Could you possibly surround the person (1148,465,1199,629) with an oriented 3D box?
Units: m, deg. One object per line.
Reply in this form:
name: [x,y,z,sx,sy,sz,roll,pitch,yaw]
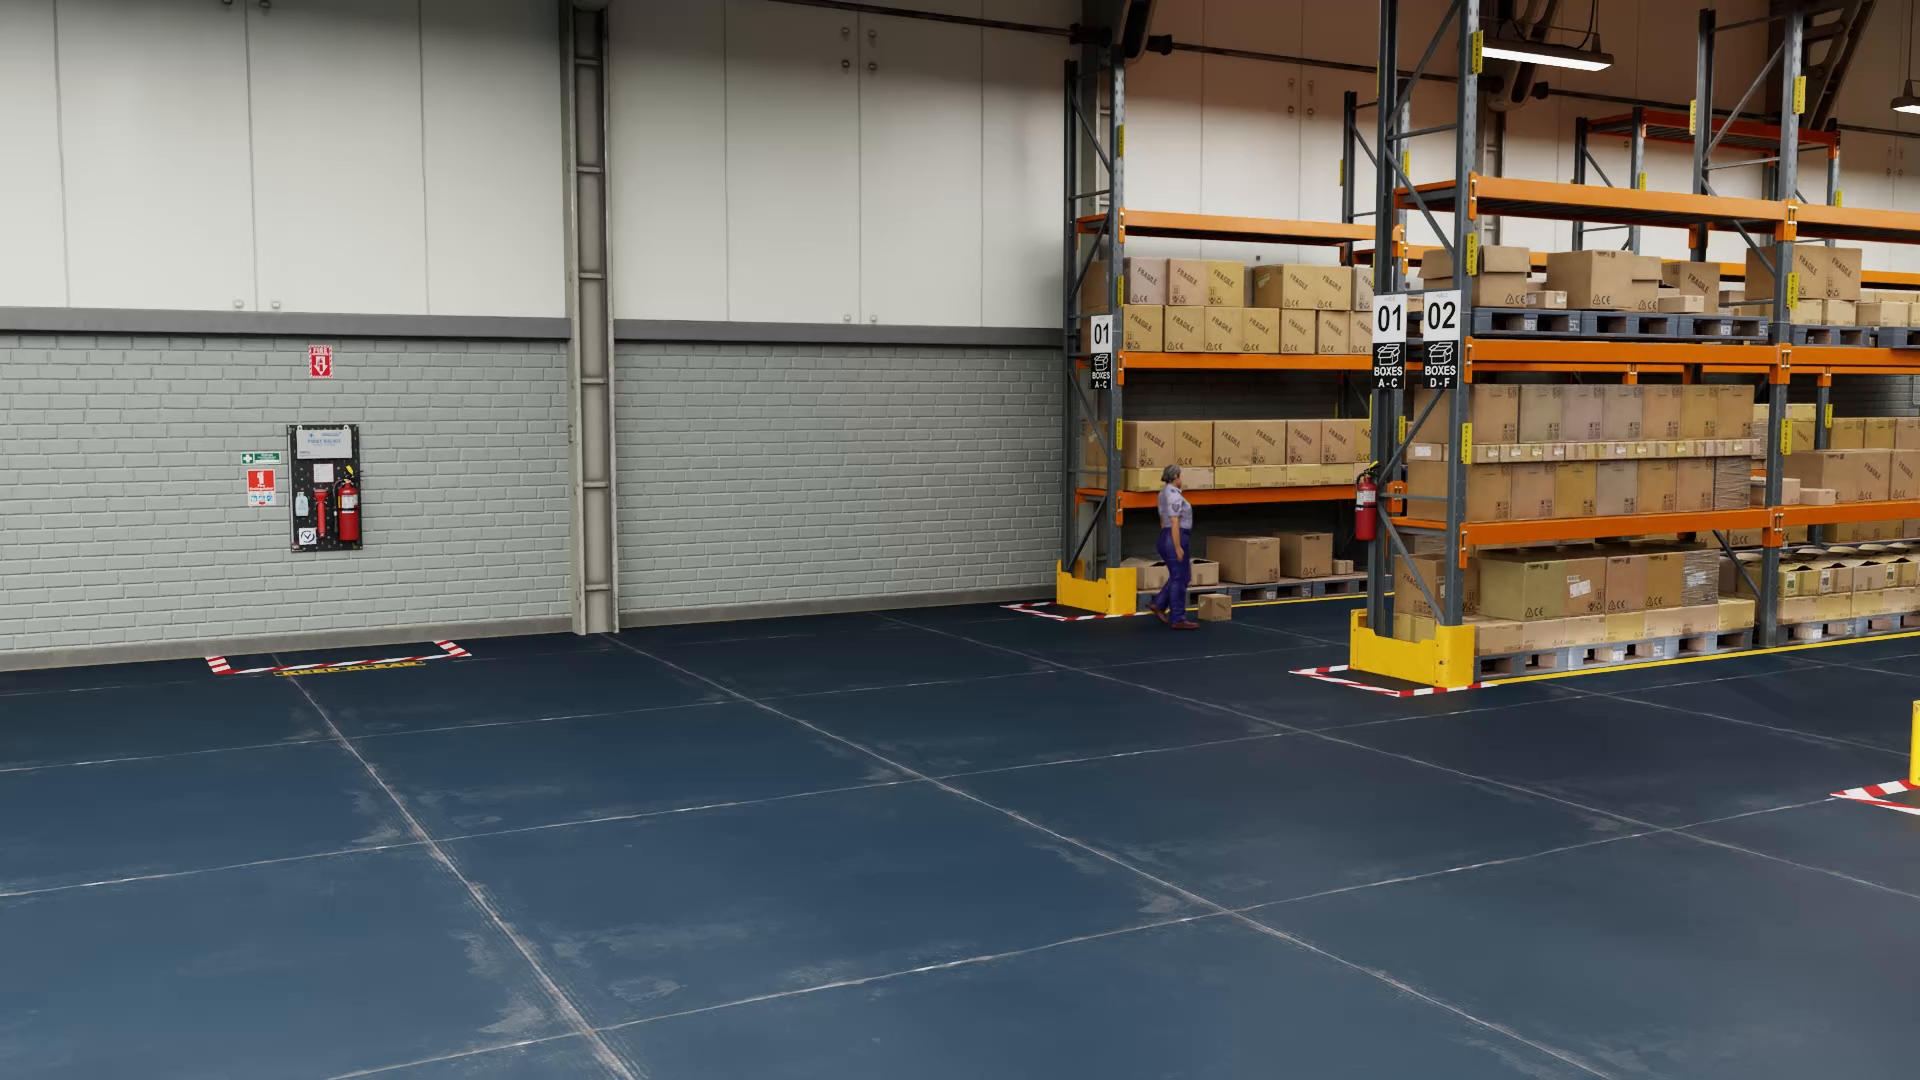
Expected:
person: [2.169,0.065,16.786,0.468,1.648,0.511,-1,5,-8]
